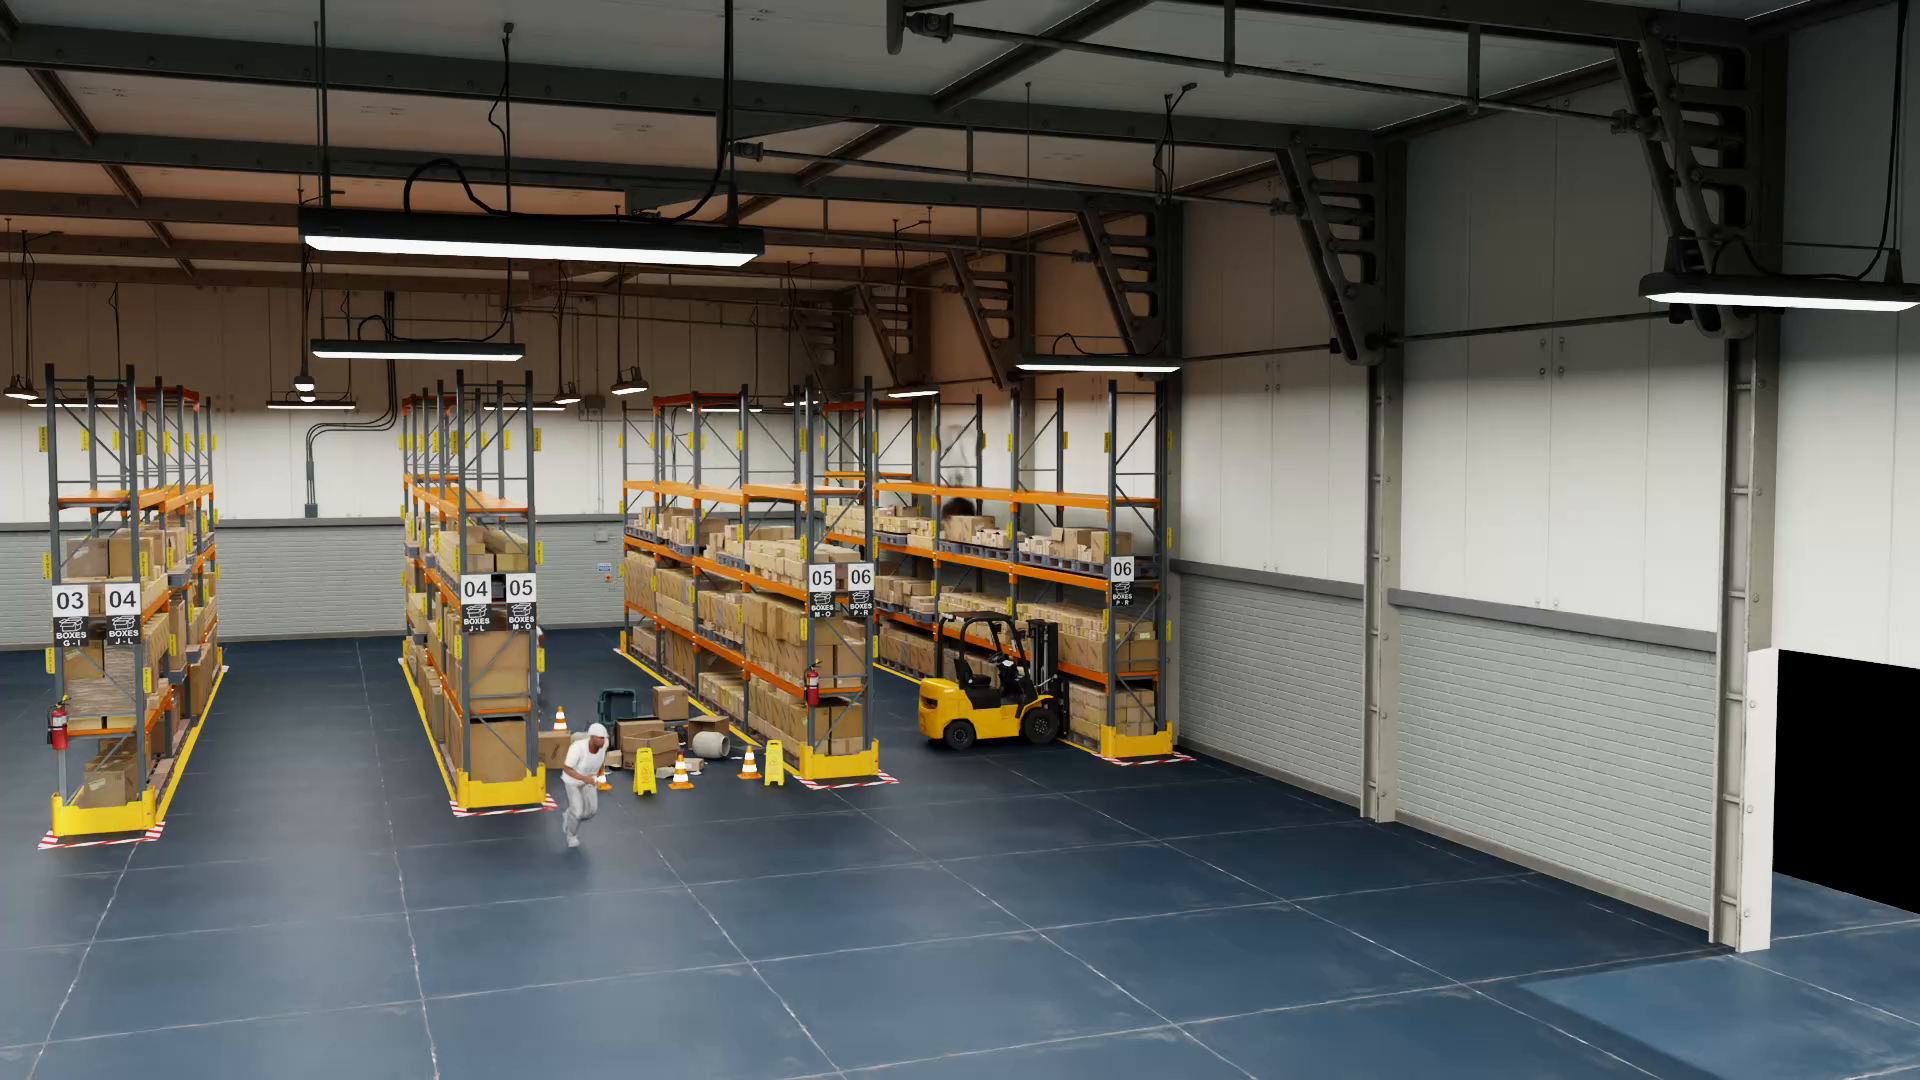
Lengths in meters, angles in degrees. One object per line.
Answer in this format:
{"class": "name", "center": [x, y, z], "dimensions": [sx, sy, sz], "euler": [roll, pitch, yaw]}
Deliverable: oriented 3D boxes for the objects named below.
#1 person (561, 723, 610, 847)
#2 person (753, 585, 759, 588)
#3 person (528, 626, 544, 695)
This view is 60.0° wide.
{"class": "person", "center": [-4.614, 3.016, 20.592], "dimensions": [0.860, 1.571, 0.728], "euler": [3, 4, 39]}
{"class": "person", "center": [-4.805, 1.878, 39.149], "dimensions": [0.689, 1.649, 0.585], "euler": [3, 5, 43]}
{"class": "person", "center": [-8.565, 2.257, 32.998], "dimensions": [0.580, 1.658, 0.638], "euler": [-1, 4, -20]}
